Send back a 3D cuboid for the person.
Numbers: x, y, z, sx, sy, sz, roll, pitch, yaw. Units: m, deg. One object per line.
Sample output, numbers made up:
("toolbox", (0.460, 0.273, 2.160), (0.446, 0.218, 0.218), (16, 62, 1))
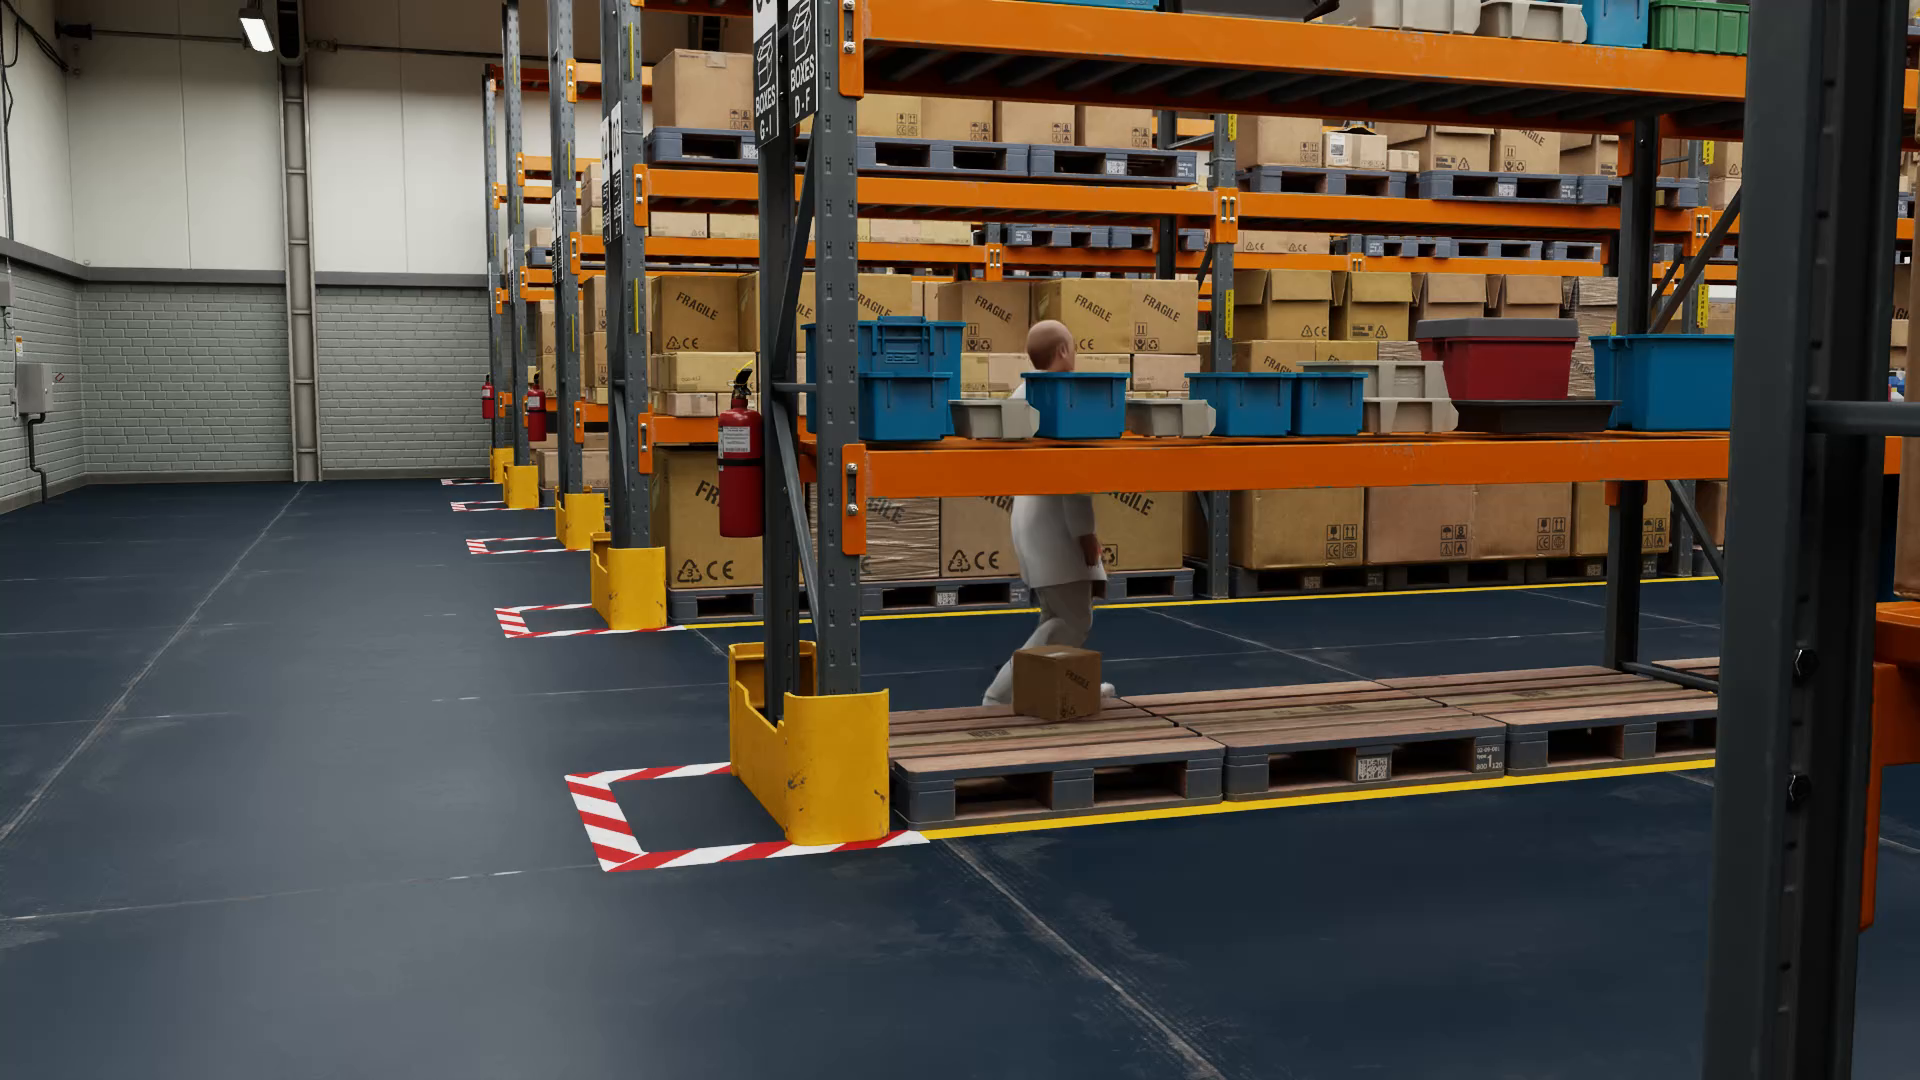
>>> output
("person", (0.422, -0.060, 7.108), (0.789, 1.742, 0.736), (-2, 6, -17))
